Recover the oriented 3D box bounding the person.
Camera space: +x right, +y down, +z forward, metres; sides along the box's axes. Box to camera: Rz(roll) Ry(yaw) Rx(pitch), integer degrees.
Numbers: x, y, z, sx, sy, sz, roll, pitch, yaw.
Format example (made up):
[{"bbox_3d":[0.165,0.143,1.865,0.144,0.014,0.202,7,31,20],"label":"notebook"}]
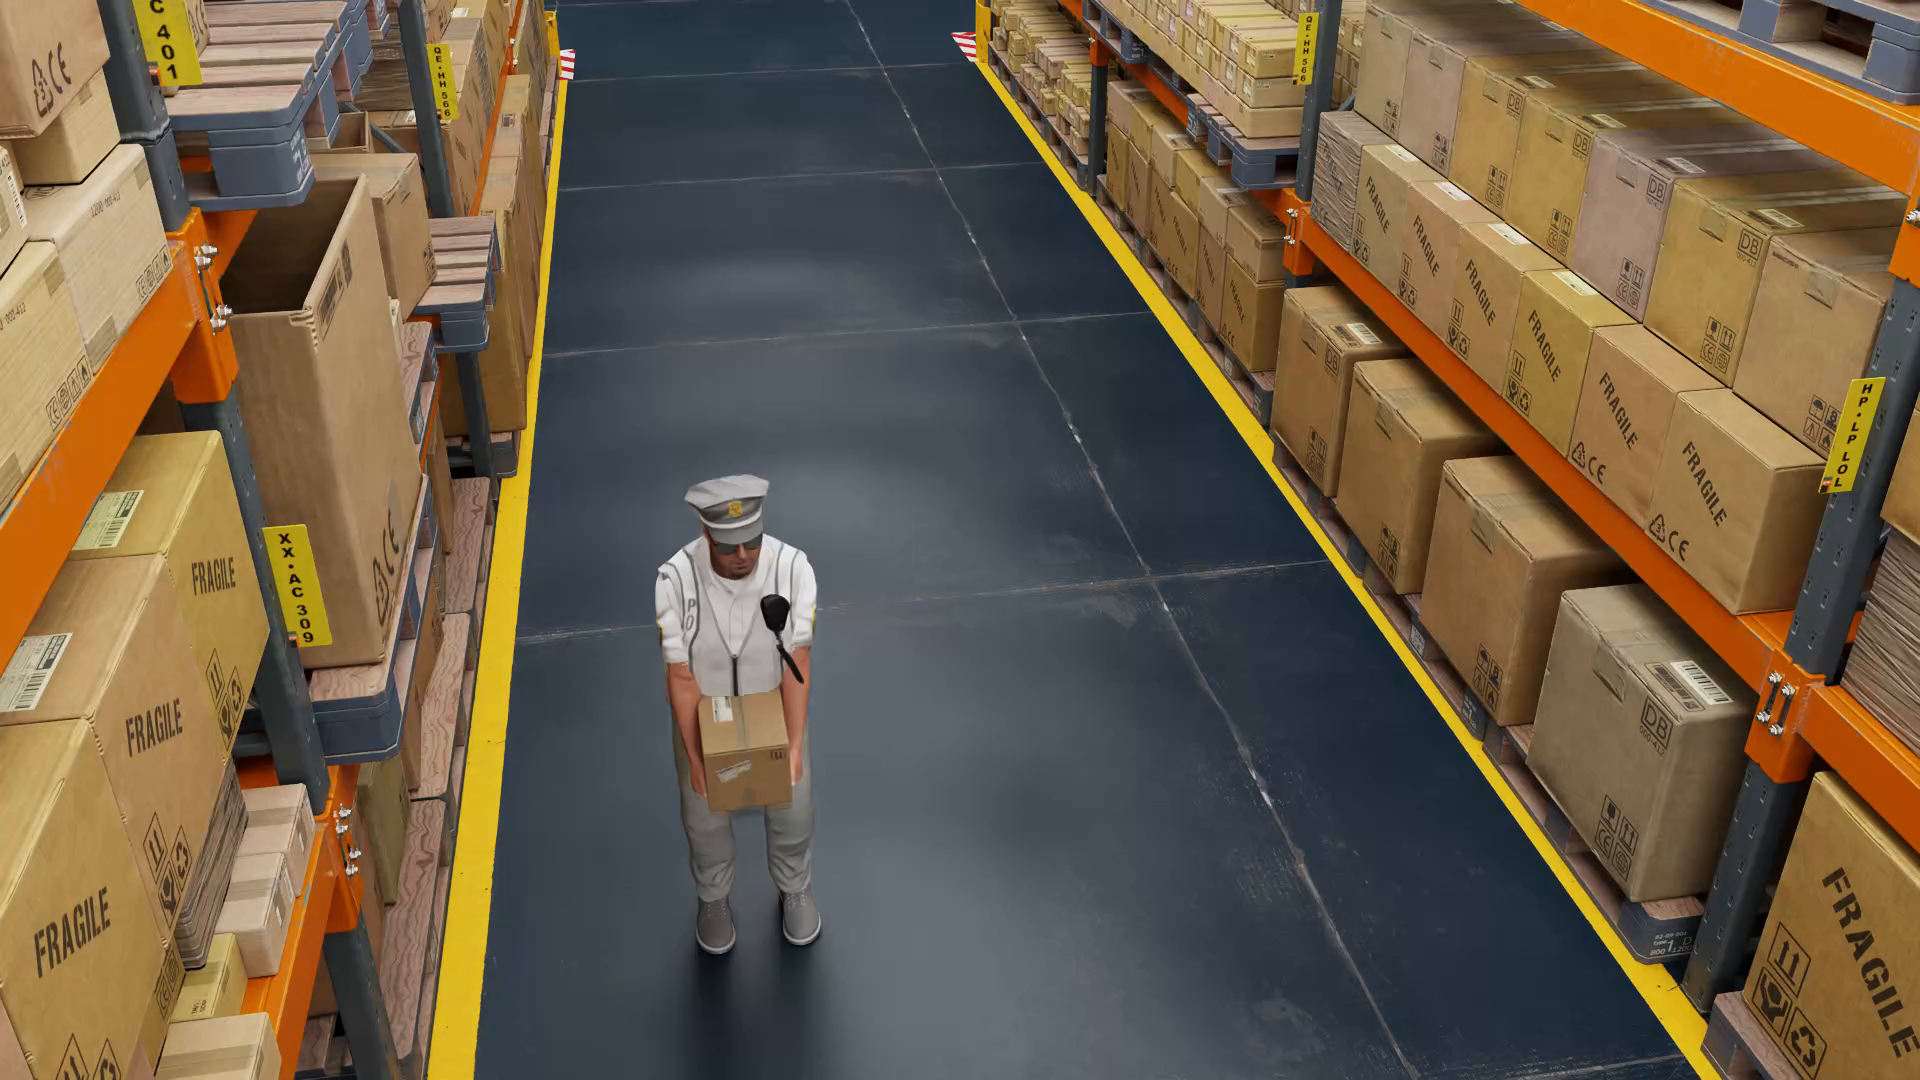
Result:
[{"bbox_3d":[-0.669,0.546,5.182,0.492,1.770,0.565,-5,31,-8],"label":"person"}]
